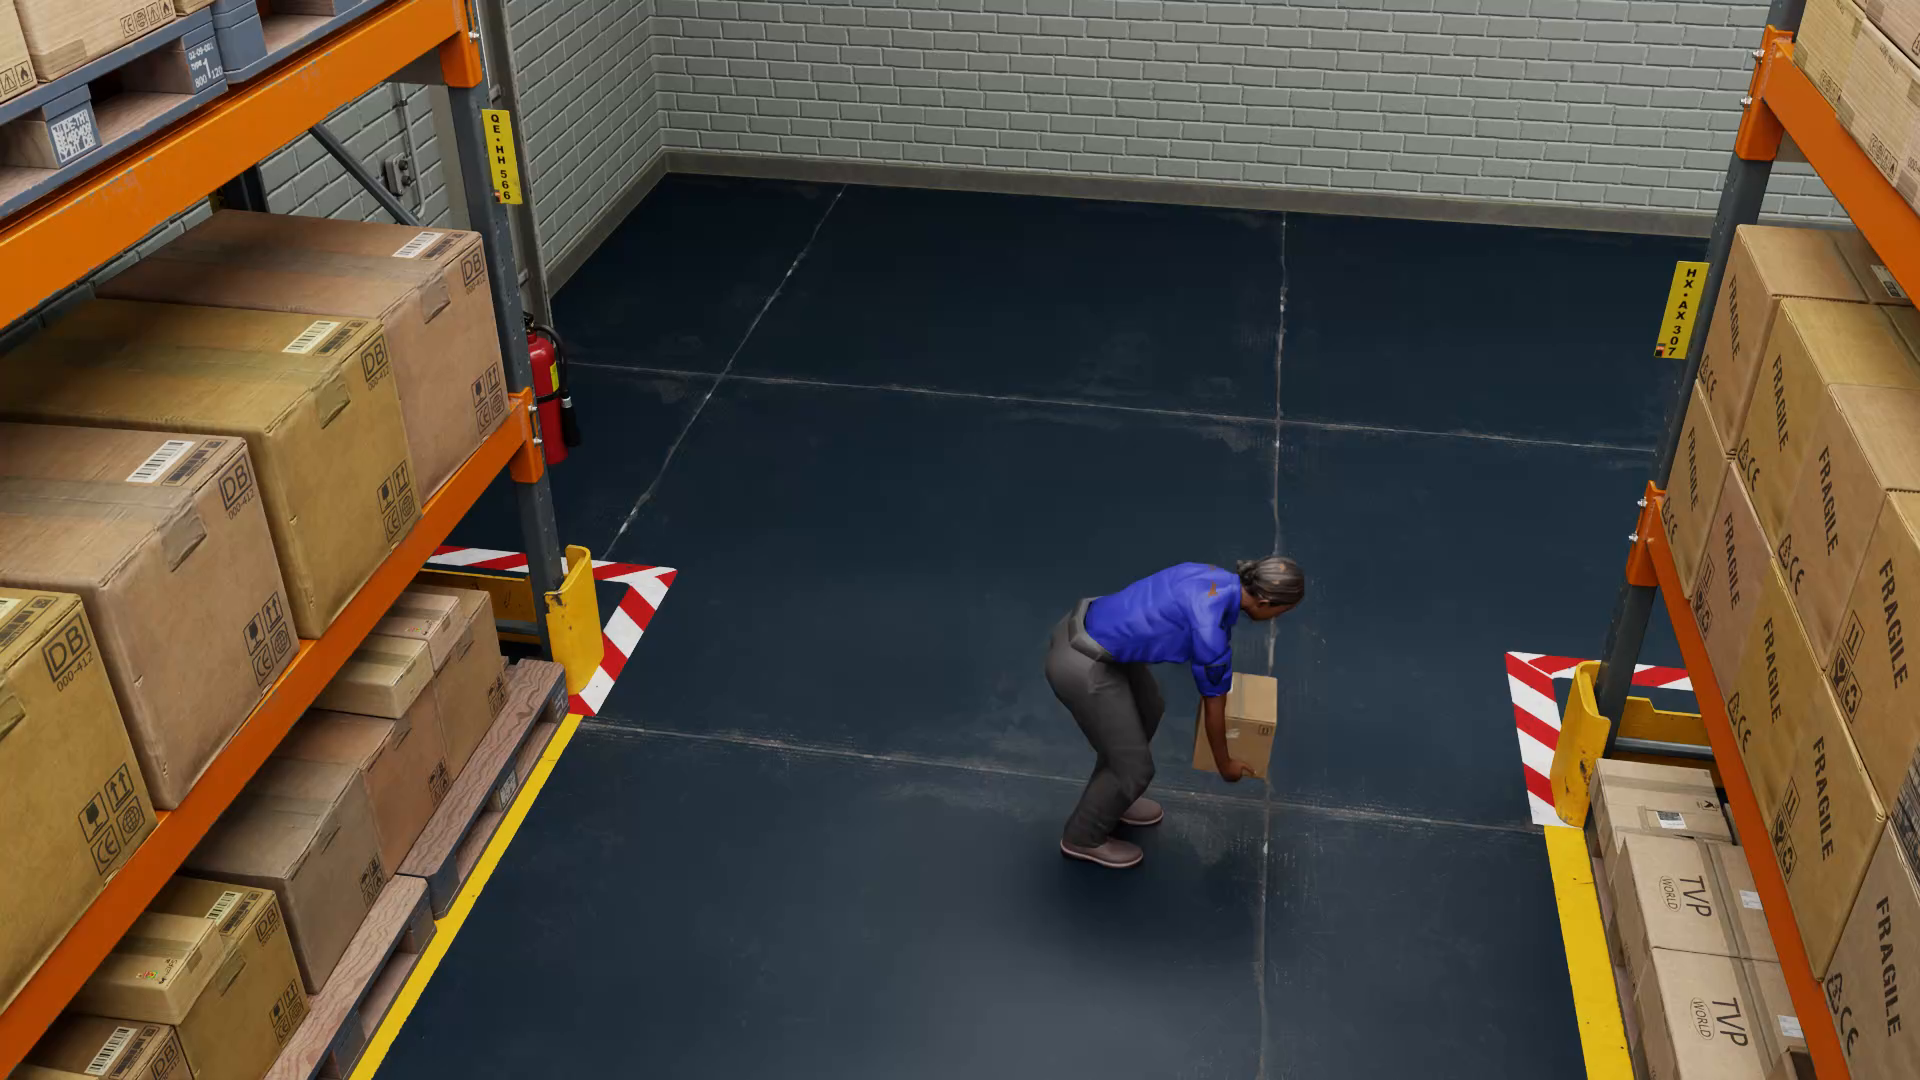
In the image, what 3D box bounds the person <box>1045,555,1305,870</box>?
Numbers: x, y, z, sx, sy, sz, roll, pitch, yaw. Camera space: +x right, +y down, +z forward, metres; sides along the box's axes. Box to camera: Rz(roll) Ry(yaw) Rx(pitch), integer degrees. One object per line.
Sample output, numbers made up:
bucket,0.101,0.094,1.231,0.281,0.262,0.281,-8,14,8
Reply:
person,0.703,0.563,5.673,0.825,1.220,0.424,4,33,6
